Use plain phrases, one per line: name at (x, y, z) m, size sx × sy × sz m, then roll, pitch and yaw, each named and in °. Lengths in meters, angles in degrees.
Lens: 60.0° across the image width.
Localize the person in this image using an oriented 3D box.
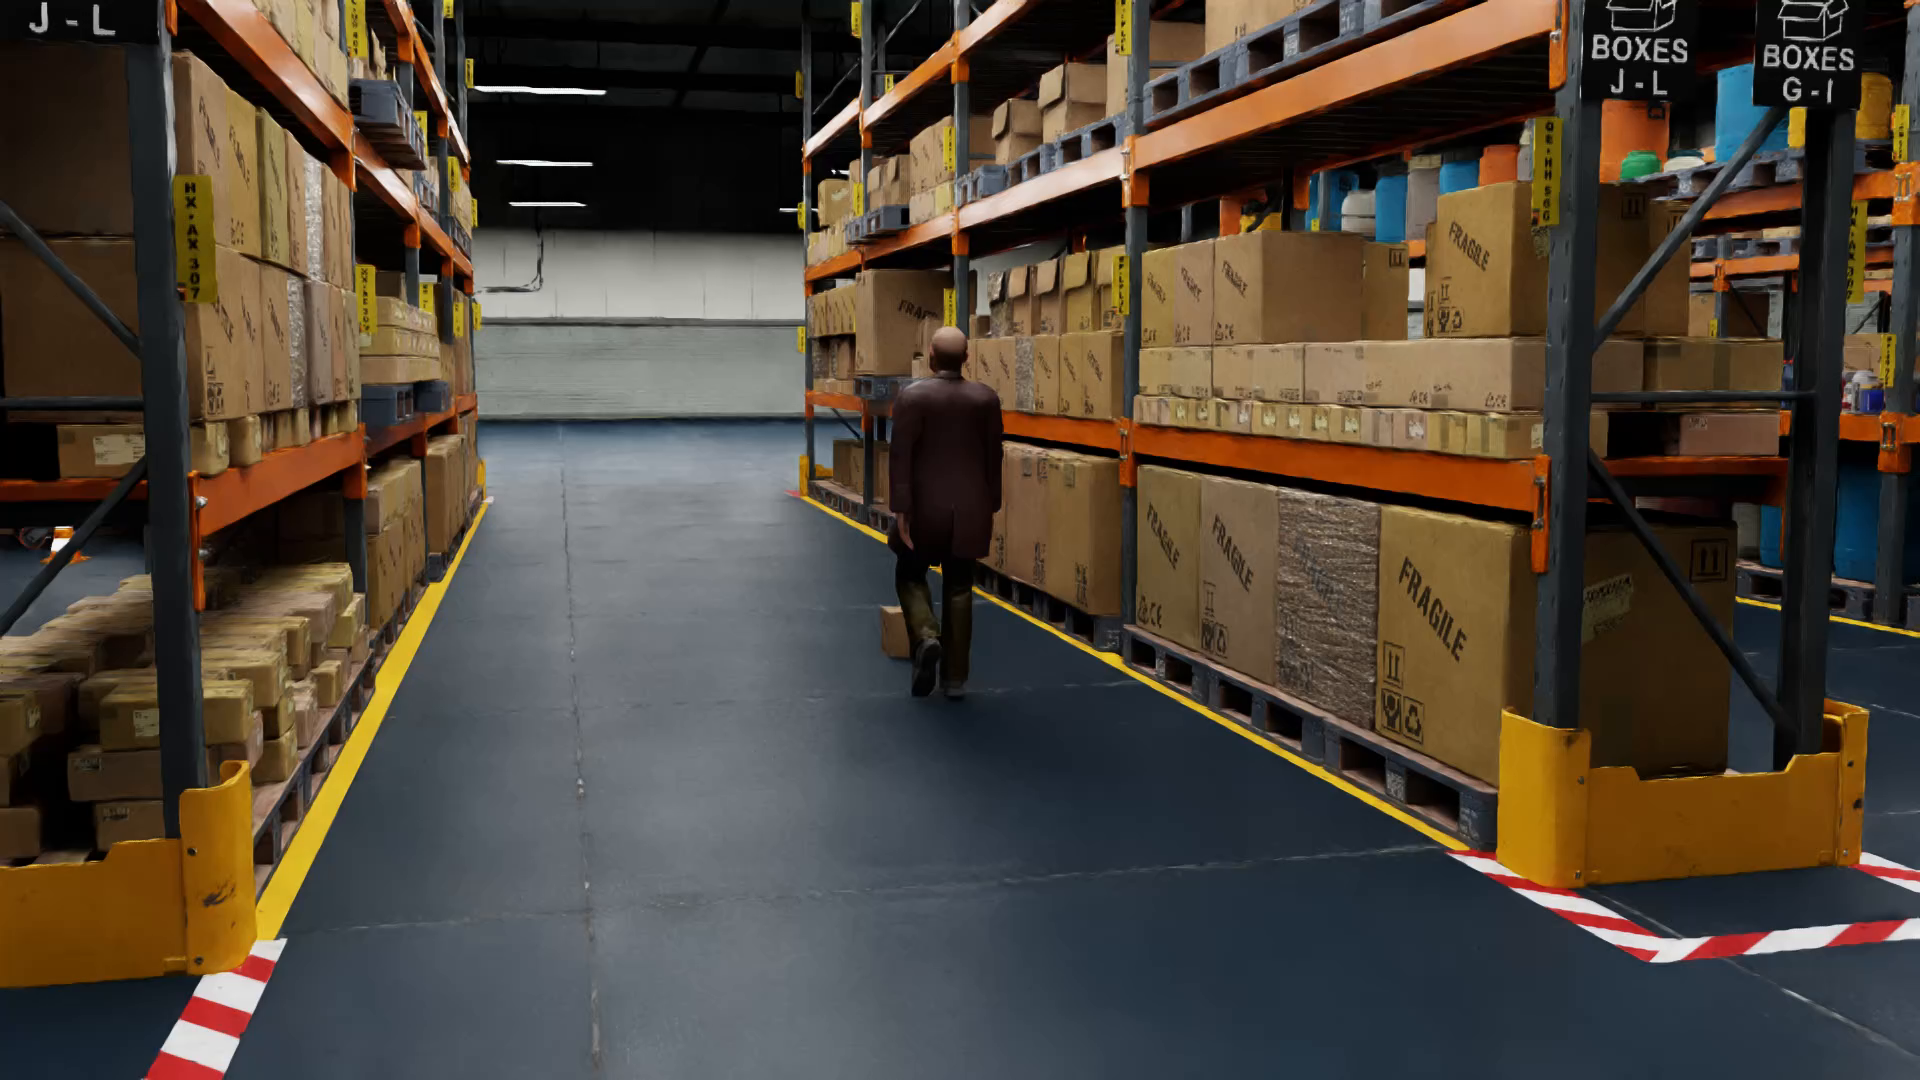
person at (-0.074, -0.134, 8.005) m, size 0.571 × 1.783 × 0.518 m, roll -1°, pitch 6°, yaw -10°
